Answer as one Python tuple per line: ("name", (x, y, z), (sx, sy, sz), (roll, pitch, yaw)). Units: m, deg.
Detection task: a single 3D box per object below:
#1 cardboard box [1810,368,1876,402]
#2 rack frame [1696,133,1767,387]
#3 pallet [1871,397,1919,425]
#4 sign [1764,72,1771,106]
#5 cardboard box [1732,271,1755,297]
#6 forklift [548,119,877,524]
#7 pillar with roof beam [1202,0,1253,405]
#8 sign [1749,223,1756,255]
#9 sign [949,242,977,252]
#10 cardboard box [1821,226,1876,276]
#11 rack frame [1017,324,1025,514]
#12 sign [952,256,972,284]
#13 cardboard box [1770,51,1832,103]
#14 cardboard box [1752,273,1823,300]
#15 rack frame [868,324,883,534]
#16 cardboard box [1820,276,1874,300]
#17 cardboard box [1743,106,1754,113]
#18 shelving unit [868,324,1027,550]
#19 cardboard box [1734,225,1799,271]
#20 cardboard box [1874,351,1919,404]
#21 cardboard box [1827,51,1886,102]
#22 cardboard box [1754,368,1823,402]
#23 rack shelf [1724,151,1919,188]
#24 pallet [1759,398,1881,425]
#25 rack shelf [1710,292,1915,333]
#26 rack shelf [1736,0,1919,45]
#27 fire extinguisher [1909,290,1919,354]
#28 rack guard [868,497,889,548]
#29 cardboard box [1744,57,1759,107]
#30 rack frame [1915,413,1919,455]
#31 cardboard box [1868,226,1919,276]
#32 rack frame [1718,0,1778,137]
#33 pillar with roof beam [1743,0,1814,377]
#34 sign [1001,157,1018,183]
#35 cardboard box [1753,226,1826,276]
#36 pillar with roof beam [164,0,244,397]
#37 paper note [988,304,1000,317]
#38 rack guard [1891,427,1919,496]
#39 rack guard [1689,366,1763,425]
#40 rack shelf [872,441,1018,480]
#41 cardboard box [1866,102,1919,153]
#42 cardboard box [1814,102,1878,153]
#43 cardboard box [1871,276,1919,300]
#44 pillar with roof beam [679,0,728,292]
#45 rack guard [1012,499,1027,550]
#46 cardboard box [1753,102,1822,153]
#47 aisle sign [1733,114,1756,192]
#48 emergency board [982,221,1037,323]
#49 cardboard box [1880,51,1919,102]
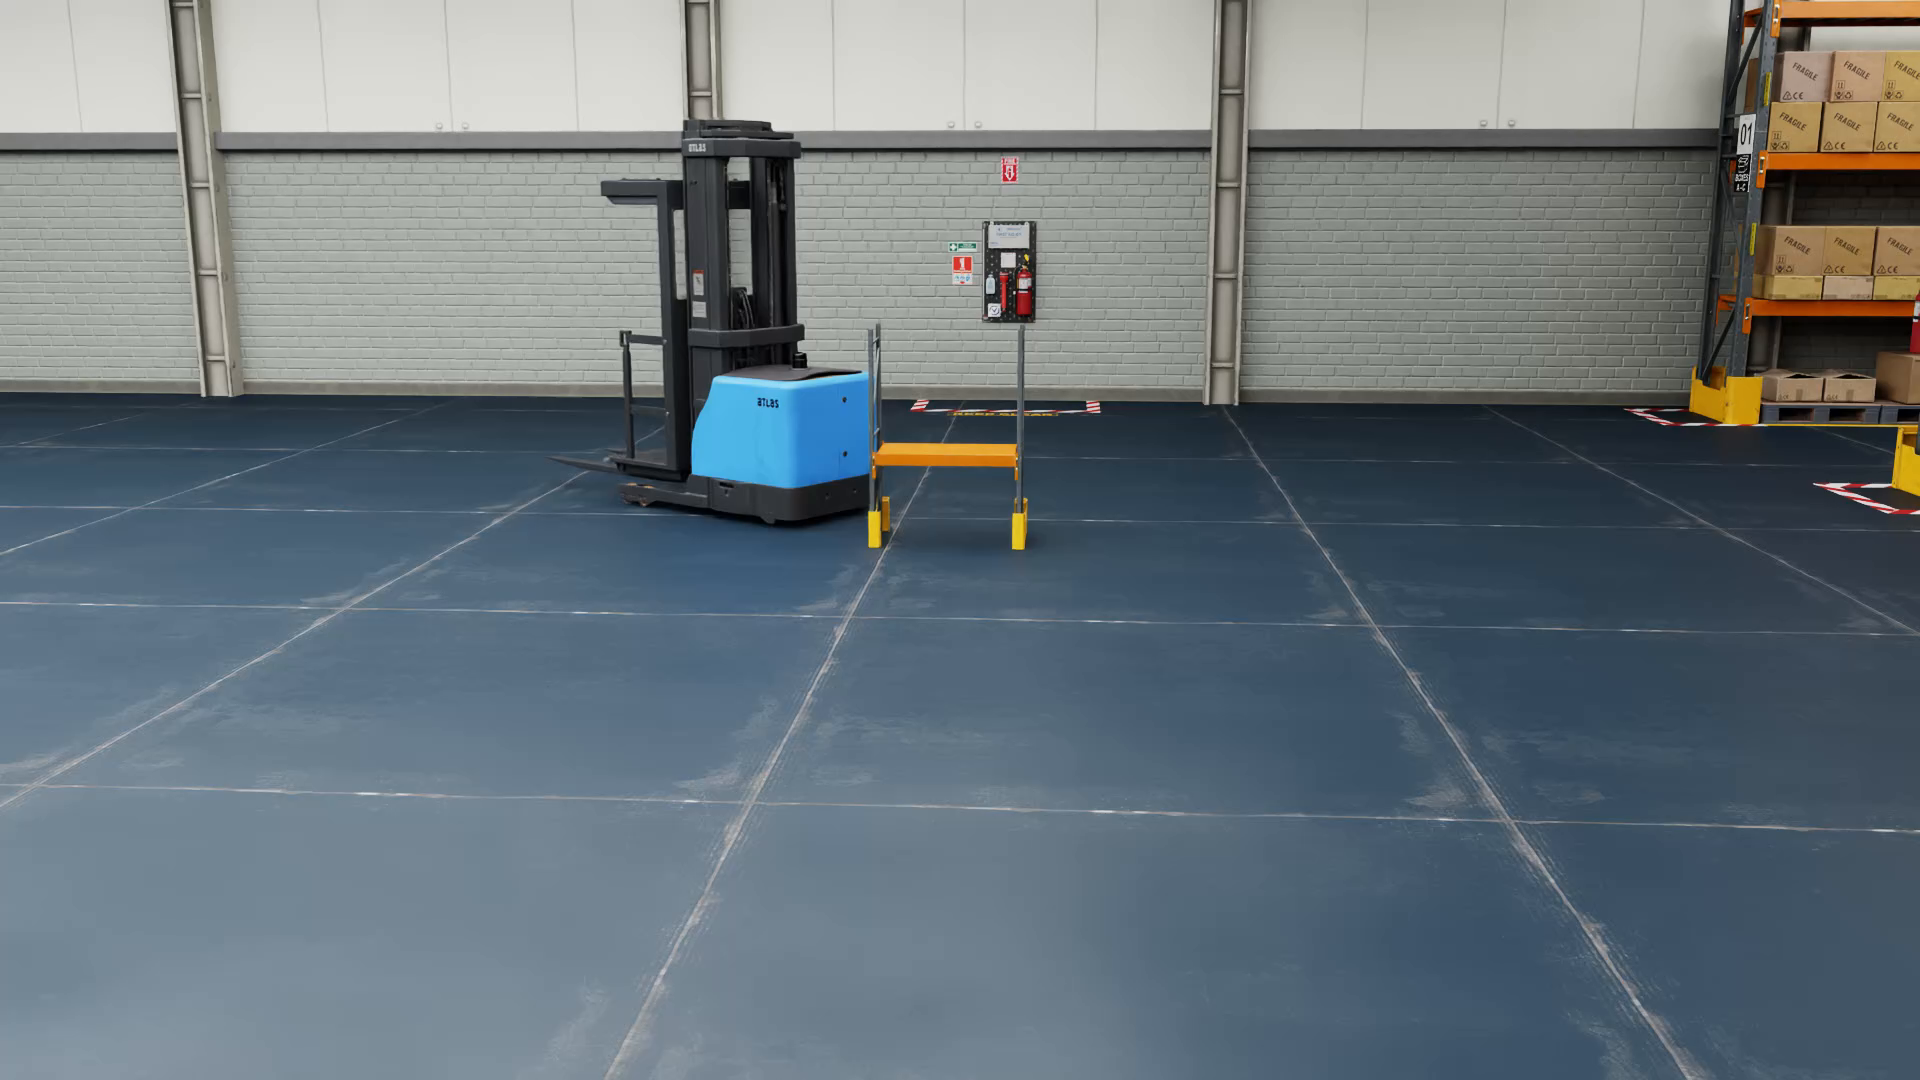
("cardboard box", (9.520, -1.676, 17.945), (0.500, 0.311, 0.500), (2, 12, 8))
("rack frame", (8.267, -2.812, 17.886), (0.127, 3.000, 1.000), (1, 12, 4))
("pallet", (10.365, -1.411, 17.996), (1.213, 0.211, 1.003), (1, 12, 4))
("sign", (8.231, -4.597, 16.959), (0.005, 0.325, 0.100), (1, 12, 4))
("cardboard box", (8.746, -2.782, 18.058), (0.500, 0.250, 0.500), (1, 12, 5))
("forklift", (-2.076, -1.771, 13.076), (3.031, 2.935, 1.130), (9, 15, 37))
("pillar with roof beam", (2.749, -5.118, 14.258), (0.400, 9.000, 9.100), (1, 12, 4))
("sign", (8.231, -3.125, 17.267), (0.005, 0.325, 0.100), (1, 12, 4))
("sign", (0.032, -3.407, 19.346), (0.331, 0.109, 0.001), (1, 12, 4))
("cardboard box", (9.216, -3.039, 17.455), (0.500, 0.500, 0.500), (1, 12, 4))
("rack frame", (0.422, -0.728, 11.587), (0.032, 1.500, 0.500), (1, 12, 4))
("sign", (0.028, -3.149, 19.409), (0.234, 0.329, 0.001), (1, 12, 4))
("cardboard box", (8.635, -4.774, 17.201), (0.500, 0.500, 0.500), (0, 12, 0))
("cardboard box", (8.732, -2.677, 17.557), (0.500, 0.250, 0.500), (0, 12, 2))
("rack frame", (-0.592, -0.742, 11.653), (0.032, 1.500, 0.500), (1, 12, 4))
("cardboard box", (9.252, -2.673, 17.537), (0.500, 0.250, 0.500), (0, 12, 2))
("cardboard box", (8.700, -4.385, 17.786), (0.500, 0.500, 0.500), (2, 12, 8))
("shelving unit", (-0.076, -0.735, 11.619), (1.083, 1.500, 0.587), (1, 12, 4))
("cardboard box", (8.751, -3.153, 17.999), (0.500, 0.500, 0.500), (1, 12, 3))
("cardboard box", (10.249, -1.748, 17.829), (0.500, 0.500, 0.700), (0, 12, 0))
("cardboard box", (9.132, -4.756, 17.119), (0.500, 0.500, 0.500), (1, 12, 3))
("cardboard box", (8.951, -1.684, 17.983), (0.500, 0.311, 0.500), (-1, 12, -3))
("rack shelf", (10.262, -3.901, 17.521), (4.000, 0.370, 1.077), (1, 12, 4))
("pallet", (9.151, -1.428, 18.078), (1.213, 0.211, 1.003), (1, 12, 4))
("rack shelf", (10.262, -2.433, 17.828), (4.000, 0.370, 1.077), (1, 12, 4))
("rack shelf", (10.262, -5.367, 17.214), (4.000, 0.370, 1.077), (1, 12, 4))
("fire extinguisher", (7.853, -1.859, 13.517), (0.183, 0.674, 0.296), (1, 12, 4))
("rack guard", (-0.573, -0.130, 11.780), (0.087, 0.250, 0.587), (1, 12, 4))
("cardboard box", (8.714, -4.876, 17.691), (0.500, 0.500, 0.500), (1, 12, 6))
("rack frame", (7.939, -1.800, 13.047), (0.127, 3.000, 1.000), (1, 12, 4))
("cardboard box", (9.731, -3.030, 17.415), (0.500, 0.500, 0.500), (0, 12, 2))
("rack frame", (8.267, -5.749, 17.271), (0.127, 3.000, 1.000), (1, 12, 4))
("pillar with roof beam", (8.735, -5.036, 13.866), (0.400, 9.000, 9.100), (1, 12, 4))
("sign", (0.572, -4.258, 19.136), (0.199, 0.298, 0.001), (1, 12, 4))
("cardboard box", (8.723, -3.048, 17.497), (0.500, 0.500, 0.500), (1, 12, 4))
("pillar with roof beam", (-9.224, -5.283, 15.043), (0.400, 9.000, 9.100), (1, 12, 4))
("paper note", (0.401, -2.688, 19.445), (0.142, 0.148, 0.016), (1, 12, 4))
("rack guard", (7.916, -0.577, 13.305), (0.348, 0.500, 1.175), (1, 12, 4))
("rack guard", (8.343, -1.588, 18.136), (0.348, 0.500, 1.175), (1, 12, 4))
("rack shelf", (-0.085, -0.559, 11.657), (1.000, 0.185, 0.538), (1, 12, 4))
("cardboard box", (9.636, -4.262, 17.200), (0.500, 0.500, 0.500), (1, 12, 6))
("cardboard box", (9.117, -4.269, 17.230), (0.500, 0.500, 0.500), (2, 12, 8))
("cardboard box", (9.759, -2.665, 17.498), (0.500, 0.250, 0.500), (1, 12, 3))
("pillar with roof beam", (-3.238, -5.200, 14.651), (0.400, 9.000, 9.100), (1, 12, 4))
("rack guard", (0.421, -0.117, 11.715), (0.087, 0.250, 0.587), (1, 12, 4))
("cardboard box", (8.584, -4.283, 17.300), (0.500, 0.500, 0.500), (1, 12, 5))
("aisle sign", (8.175, -4.024, 17.331), (0.004, 0.787, 0.394), (1, 12, 4))
("emergency board", (0.573, -3.103, 19.276), (0.643, 1.169, 0.194), (1, 12, 4))
("cardboard box", (9.644, -4.752, 17.097), (0.500, 0.500, 0.500), (1, 12, 5))
